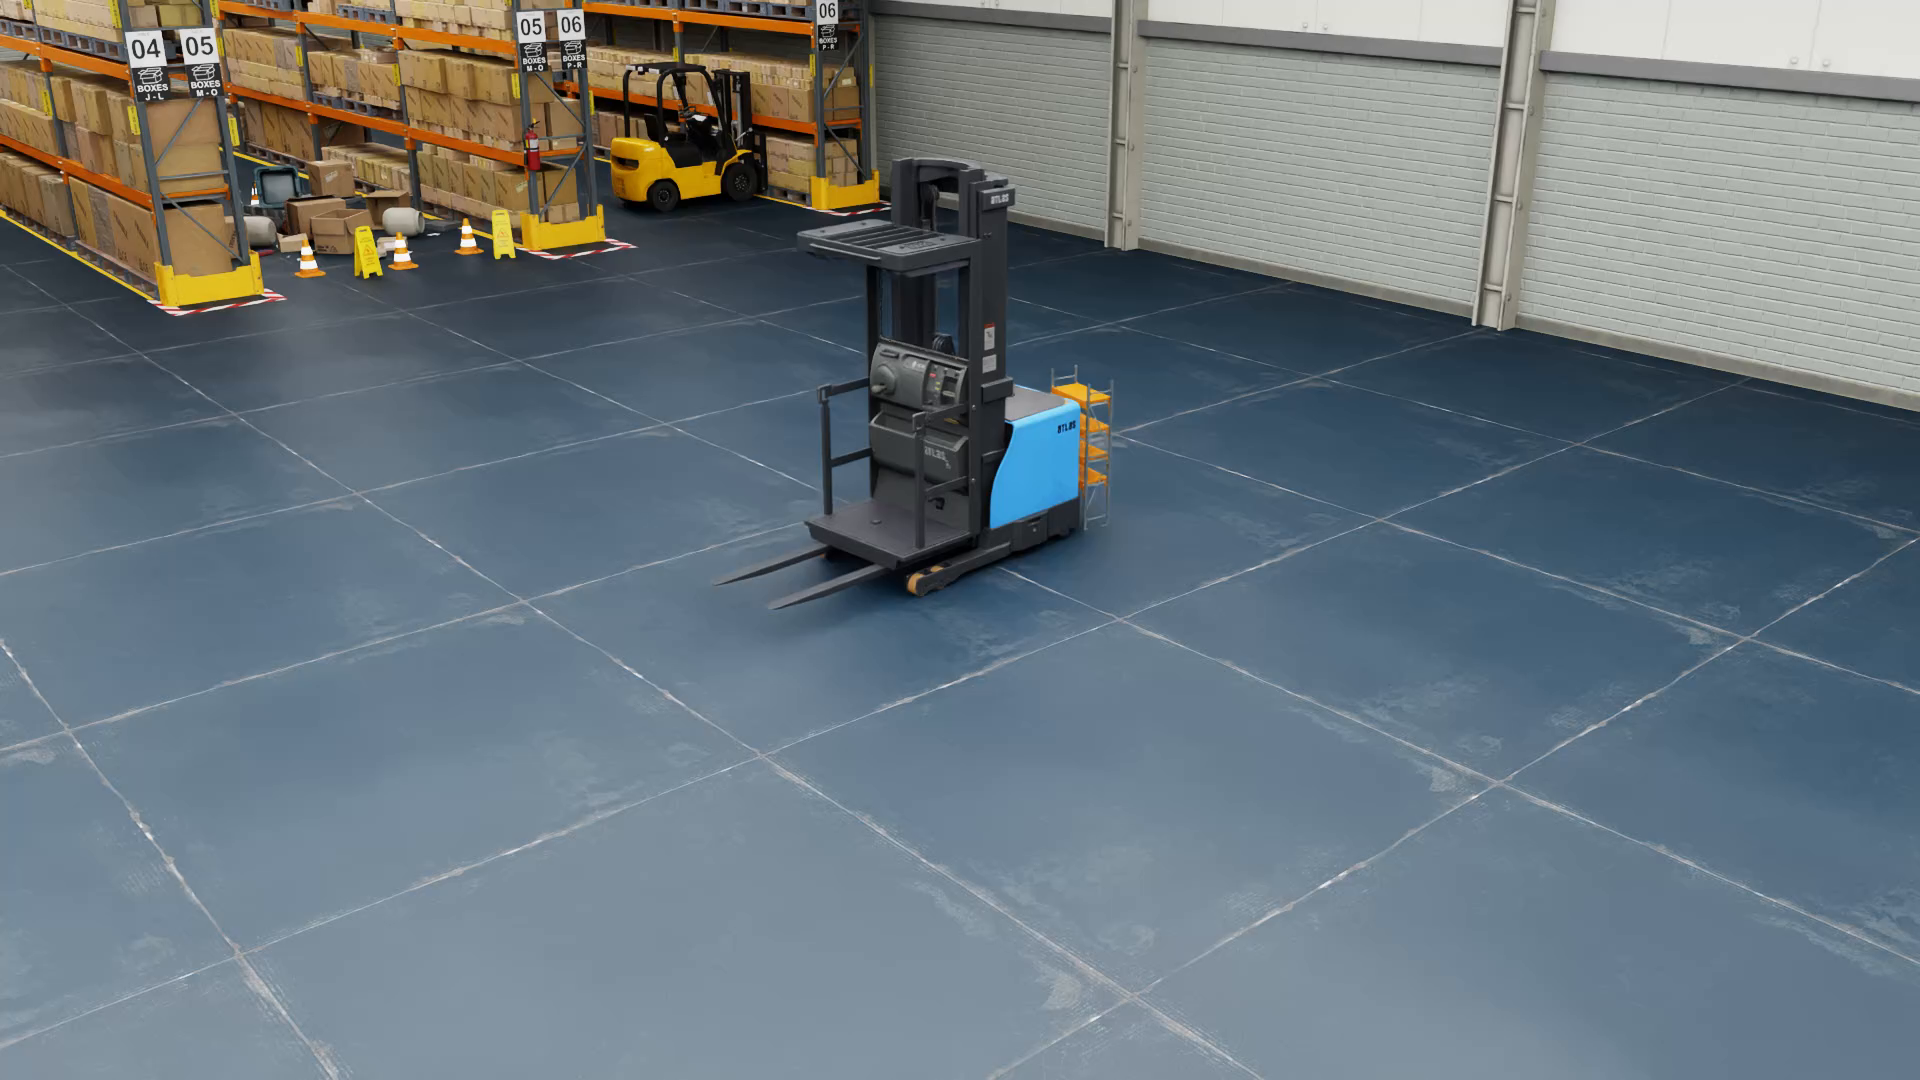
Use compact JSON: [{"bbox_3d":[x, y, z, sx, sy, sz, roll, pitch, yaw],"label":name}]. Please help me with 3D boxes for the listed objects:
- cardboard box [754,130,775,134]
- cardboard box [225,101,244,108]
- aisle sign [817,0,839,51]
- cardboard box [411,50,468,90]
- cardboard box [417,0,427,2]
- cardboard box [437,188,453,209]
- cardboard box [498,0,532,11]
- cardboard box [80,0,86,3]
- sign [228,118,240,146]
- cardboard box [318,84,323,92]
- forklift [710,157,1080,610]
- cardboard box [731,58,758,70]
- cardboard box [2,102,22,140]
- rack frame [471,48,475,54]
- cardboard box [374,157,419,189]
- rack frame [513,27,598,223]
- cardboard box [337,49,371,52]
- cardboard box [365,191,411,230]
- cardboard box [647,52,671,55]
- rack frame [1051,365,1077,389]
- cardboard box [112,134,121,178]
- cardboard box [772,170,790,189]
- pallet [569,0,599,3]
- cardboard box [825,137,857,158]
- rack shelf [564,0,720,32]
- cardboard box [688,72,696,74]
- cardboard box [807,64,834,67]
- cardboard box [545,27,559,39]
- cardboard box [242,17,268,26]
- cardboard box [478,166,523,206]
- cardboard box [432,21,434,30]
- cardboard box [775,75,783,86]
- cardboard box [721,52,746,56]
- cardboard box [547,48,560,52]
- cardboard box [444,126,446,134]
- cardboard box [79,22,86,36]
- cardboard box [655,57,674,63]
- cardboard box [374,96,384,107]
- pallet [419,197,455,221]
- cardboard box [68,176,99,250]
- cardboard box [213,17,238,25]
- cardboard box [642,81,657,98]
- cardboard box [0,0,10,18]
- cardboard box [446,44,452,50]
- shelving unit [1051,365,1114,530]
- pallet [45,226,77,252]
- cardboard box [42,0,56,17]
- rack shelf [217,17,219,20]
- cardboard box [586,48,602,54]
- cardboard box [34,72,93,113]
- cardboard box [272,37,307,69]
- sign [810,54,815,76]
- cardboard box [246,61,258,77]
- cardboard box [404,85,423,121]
[{"bbox_3d":[-3.388,-6.653,27.680,0.500,0.250,0.500,-18,28,-38],"label":"cardboard box"},{"bbox_3d":[-14.943,-8.631,33.846,0.875,0.438,0.875,-17,27,-36],"label":"cardboard box"},{"bbox_3d":[-2.031,-7.923,25.534,0.394,0.787,0.004,-17,27,-37],"label":"aisle sign"},{"bbox_3d":[-7.781,-7.054,24.965,0.700,0.500,0.500,-17,27,-37],"label":"cardboard box"},{"bbox_3d":[-7.753,-7.990,24.409,0.380,0.149,0.250,-18,27,-38],"label":"cardboard box"},{"bbox_3d":[-7.683,-5.266,25.510,0.500,0.250,0.500,-16,26,-34],"label":"cardboard box"},{"bbox_3d":[-6.054,-7.292,22.626,0.380,0.149,0.250,-17,27,-37],"label":"cardboard box"},{"bbox_3d":[-10.432,-6.597,20.140,0.380,0.149,0.250,-17,27,-37],"label":"cardboard box"},{"bbox_3d":[-8.869,-4.982,20.295,0.100,0.325,0.005,-17,27,-37],"label":"sign"},{"bbox_3d":[-10.760,-7.772,28.484,0.380,0.149,0.250,-19,29,-40],"label":"cardboard box"},{"bbox_3d":[-0.452,-1.169,11.949,1.130,2.935,3.031,20,29,41],"label":"forklift"},{"bbox_3d":[-3.578,-7.897,27.598,0.380,0.149,0.250,-18,27,-38],"label":"cardboard box"},{"bbox_3d":[-13.764,-6.201,24.565,0.500,0.500,0.500,-17,27,-37],"label":"cardboard box"},{"bbox_3d":[-9.684,-10.116,34.698,1.000,3.000,0.127,-17,27,-37],"label":"rack frame"},{"bbox_3d":[-9.036,-6.037,27.312,0.950,0.372,0.625,-15,26,-34],"label":"cardboard box"},{"bbox_3d":[-5.609,-5.618,23.214,1.000,3.000,0.127,-17,27,-37],"label":"rack frame"},{"bbox_3d":[-10.324,-8.149,28.556,0.500,0.500,0.500,-18,28,-39],"label":"cardboard box"},{"bbox_3d":[-8.552,-4.940,24.908,0.500,0.500,0.500,0,21,-1],"label":"cardboard box"},{"bbox_3d":[-5.489,-8.835,30.400,0.380,0.149,0.250,-17,27,-37],"label":"cardboard box"},{"bbox_3d":[0.828,-0.810,13.407,0.240,1.200,0.015,-12,25,-29],"label":"rack frame"},{"bbox_3d":[-10.216,-4.904,21.187,0.875,0.550,0.550,-17,27,-37],"label":"cardboard box"},{"bbox_3d":[-2.715,-5.910,27.154,0.500,0.250,0.500,-17,27,-37],"label":"cardboard box"},{"bbox_3d":[-6.563,-10.153,30.940,1.213,0.211,1.003,-16,26,-35],"label":"pallet"},{"bbox_3d":[-2.022,-6.359,26.930,0.500,0.250,0.500,-18,28,-38],"label":"cardboard box"},{"bbox_3d":[-5.768,-9.520,30.050,1.077,0.370,4.000,-17,27,-37],"label":"rack shelf"},{"bbox_3d":[-4.454,-8.103,28.534,0.380,0.149,0.250,-18,28,-38],"label":"cardboard box"},{"bbox_3d":[-2.237,-7.581,26.792,0.380,0.149,0.250,-17,27,-36],"label":"cardboard box"},{"bbox_3d":[-5.580,-7.066,23.144,0.380,0.149,0.250,-17,27,-37],"label":"cardboard box"},{"bbox_3d":[-13.452,-9.896,31.740,0.380,0.149,0.250,-18,28,-38],"label":"cardboard box"},{"bbox_3d":[-6.673,-5.185,24.275,0.500,0.500,0.500,-16,27,-36],"label":"cardboard box"},{"bbox_3d":[-7.529,-7.575,24.443,0.380,0.149,0.250,-19,28,-39],"label":"cardboard box"},{"bbox_3d":[-2.755,-7.399,26.735,0.380,0.149,0.250,-18,27,-38],"label":"cardboard box"},{"bbox_3d":[-3.893,-8.297,28.620,0.380,0.149,0.250,-18,28,-39],"label":"cardboard box"},{"bbox_3d":[-8.279,-9.661,32.820,0.797,0.503,0.637,-18,28,-39],"label":"cardboard box"},{"bbox_3d":[-7.524,-6.176,24.984,0.380,0.149,0.250,-18,27,-38],"label":"cardboard box"},{"bbox_3d":[-10.596,-6.295,20.463,0.380,0.149,0.250,-17,27,-37],"label":"cardboard box"},{"bbox_3d":[-5.156,-8.443,29.400,0.380,0.149,0.250,-17,27,-37],"label":"cardboard box"},{"bbox_3d":[-9.120,-7.018,26.557,0.380,0.149,0.250,-18,28,-38],"label":"cardboard box"},{"bbox_3d":[-7.755,-5.247,26.092,1.003,0.211,1.213,-17,27,-37],"label":"pallet"},{"bbox_3d":[-11.547,-4.532,22.780,0.875,0.875,0.875,-17,27,-37],"label":"cardboard box"},{"bbox_3d":[-13.974,-9.855,31.635,0.380,0.149,0.250,-17,27,-36],"label":"cardboard box"},{"bbox_3d":[-5.322,-8.050,29.630,0.500,0.250,0.500,-18,27,-38],"label":"cardboard box"},{"bbox_3d":[-13.215,-7.546,23.433,0.500,0.311,0.500,-19,28,-39],"label":"cardboard box"},{"bbox_3d":[-10.540,-10.402,35.227,0.500,0.250,0.500,-17,27,-37],"label":"cardboard box"},{"bbox_3d":[0.954,-0.734,13.212,0.258,1.200,0.503,-12,25,-29],"label":"shelving unit"},{"bbox_3d":[-12.465,-4.413,23.963,1.003,0.211,1.213,-17,27,-37],"label":"pallet"},{"bbox_3d":[-11.467,-6.883,21.417,0.500,0.250,0.500,-18,28,-38],"label":"cardboard box"},{"bbox_3d":[-14.748,-10.547,32.673,1.077,0.370,4.000,-17,27,-37],"label":"rack shelf"},{"bbox_3d":[-6.913,-9.128,31.149,0.380,0.149,0.250,-17,27,-36],"label":"cardboard box"},{"bbox_3d":[-12.570,-6.306,23.463,0.700,0.500,0.500,-18,28,-38],"label":"cardboard box"},{"bbox_3d":[-11.708,-8.560,29.219,0.500,0.500,0.500,-17,27,-37],"label":"cardboard box"},{"bbox_3d":[-2.272,-7.324,25.659,0.100,0.325,0.005,-17,27,-37],"label":"sign"},{"bbox_3d":[-12.698,-8.624,30.410,0.500,0.250,0.500,-17,27,-37],"label":"cardboard box"},{"bbox_3d":[-8.144,-6.720,25.483,0.500,0.500,0.500,-18,27,-38],"label":"cardboard box"}]
